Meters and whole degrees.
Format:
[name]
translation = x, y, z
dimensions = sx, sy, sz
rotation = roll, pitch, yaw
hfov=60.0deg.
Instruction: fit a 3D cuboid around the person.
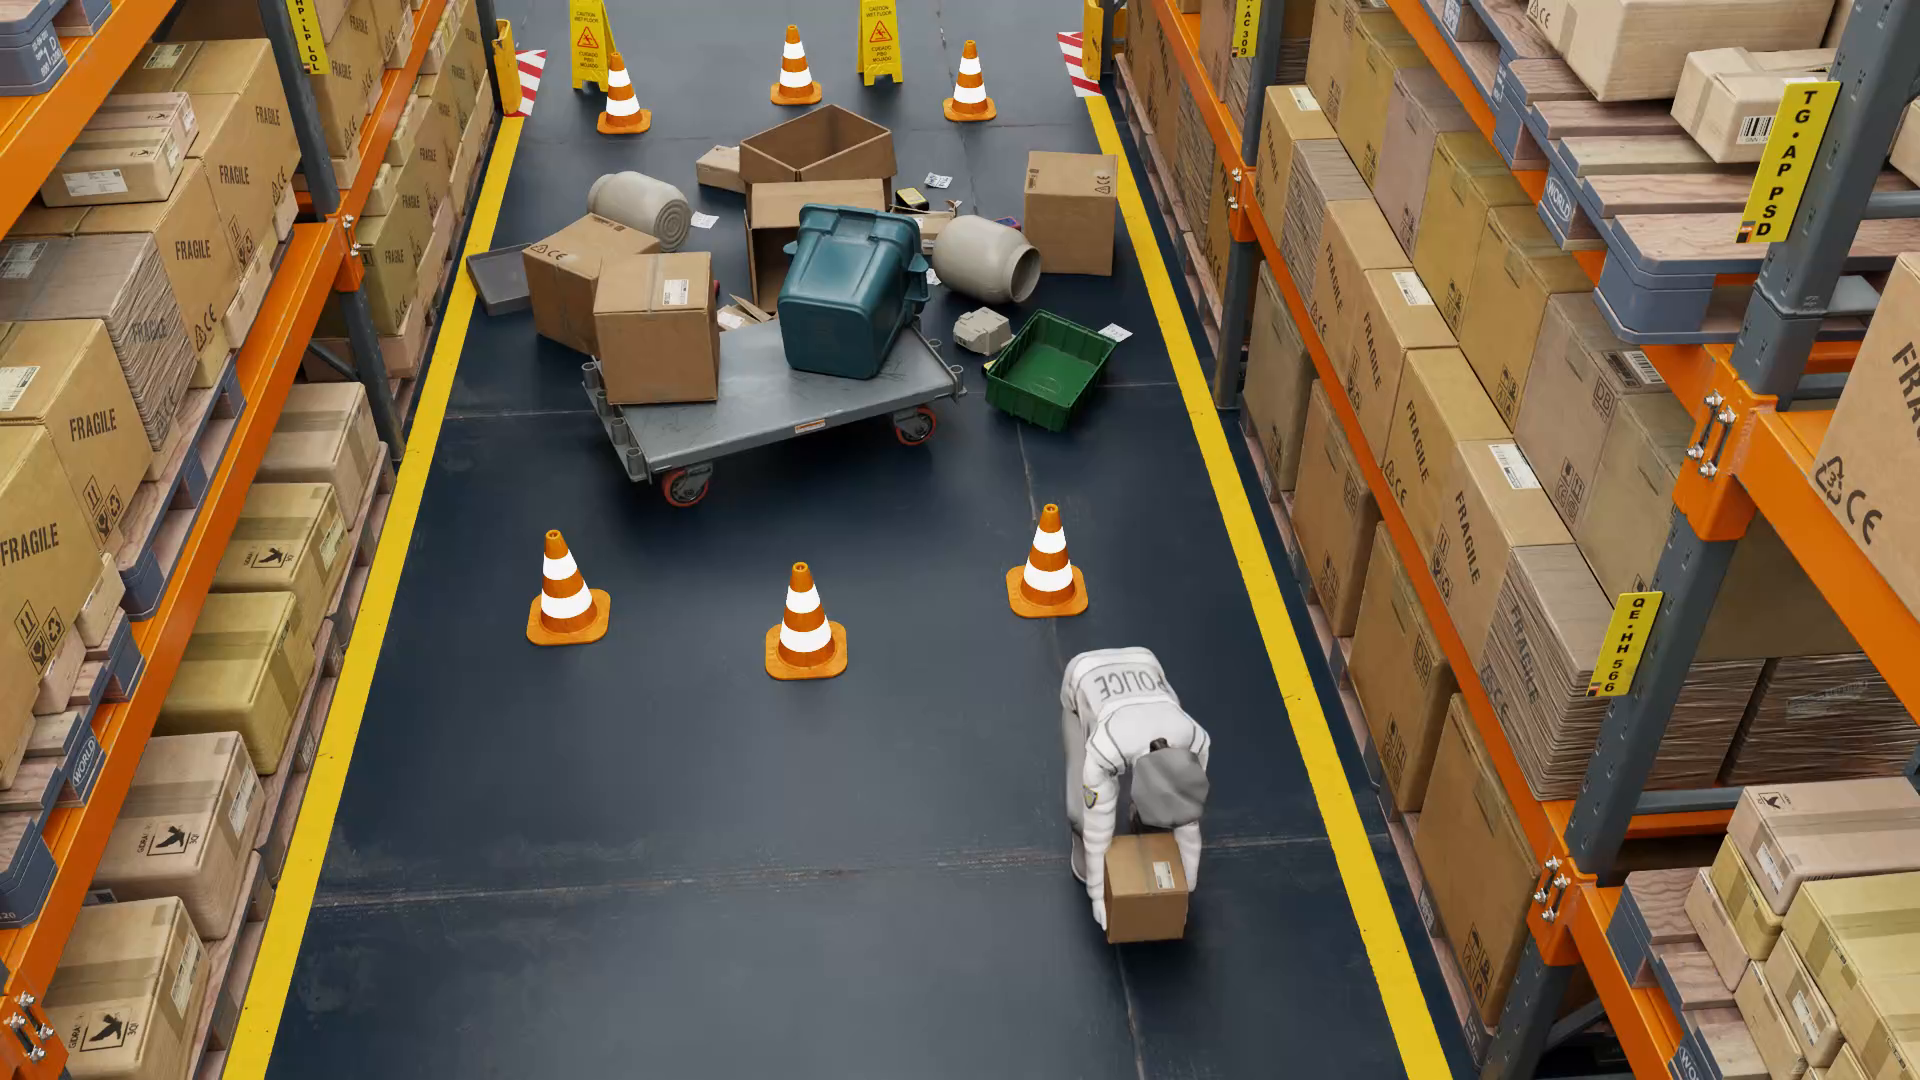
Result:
[person]
translation = 0.592, 0.843, 5.669
dimensions = 0.462, 0.982, 0.912
rotation = -5, 40, -6
